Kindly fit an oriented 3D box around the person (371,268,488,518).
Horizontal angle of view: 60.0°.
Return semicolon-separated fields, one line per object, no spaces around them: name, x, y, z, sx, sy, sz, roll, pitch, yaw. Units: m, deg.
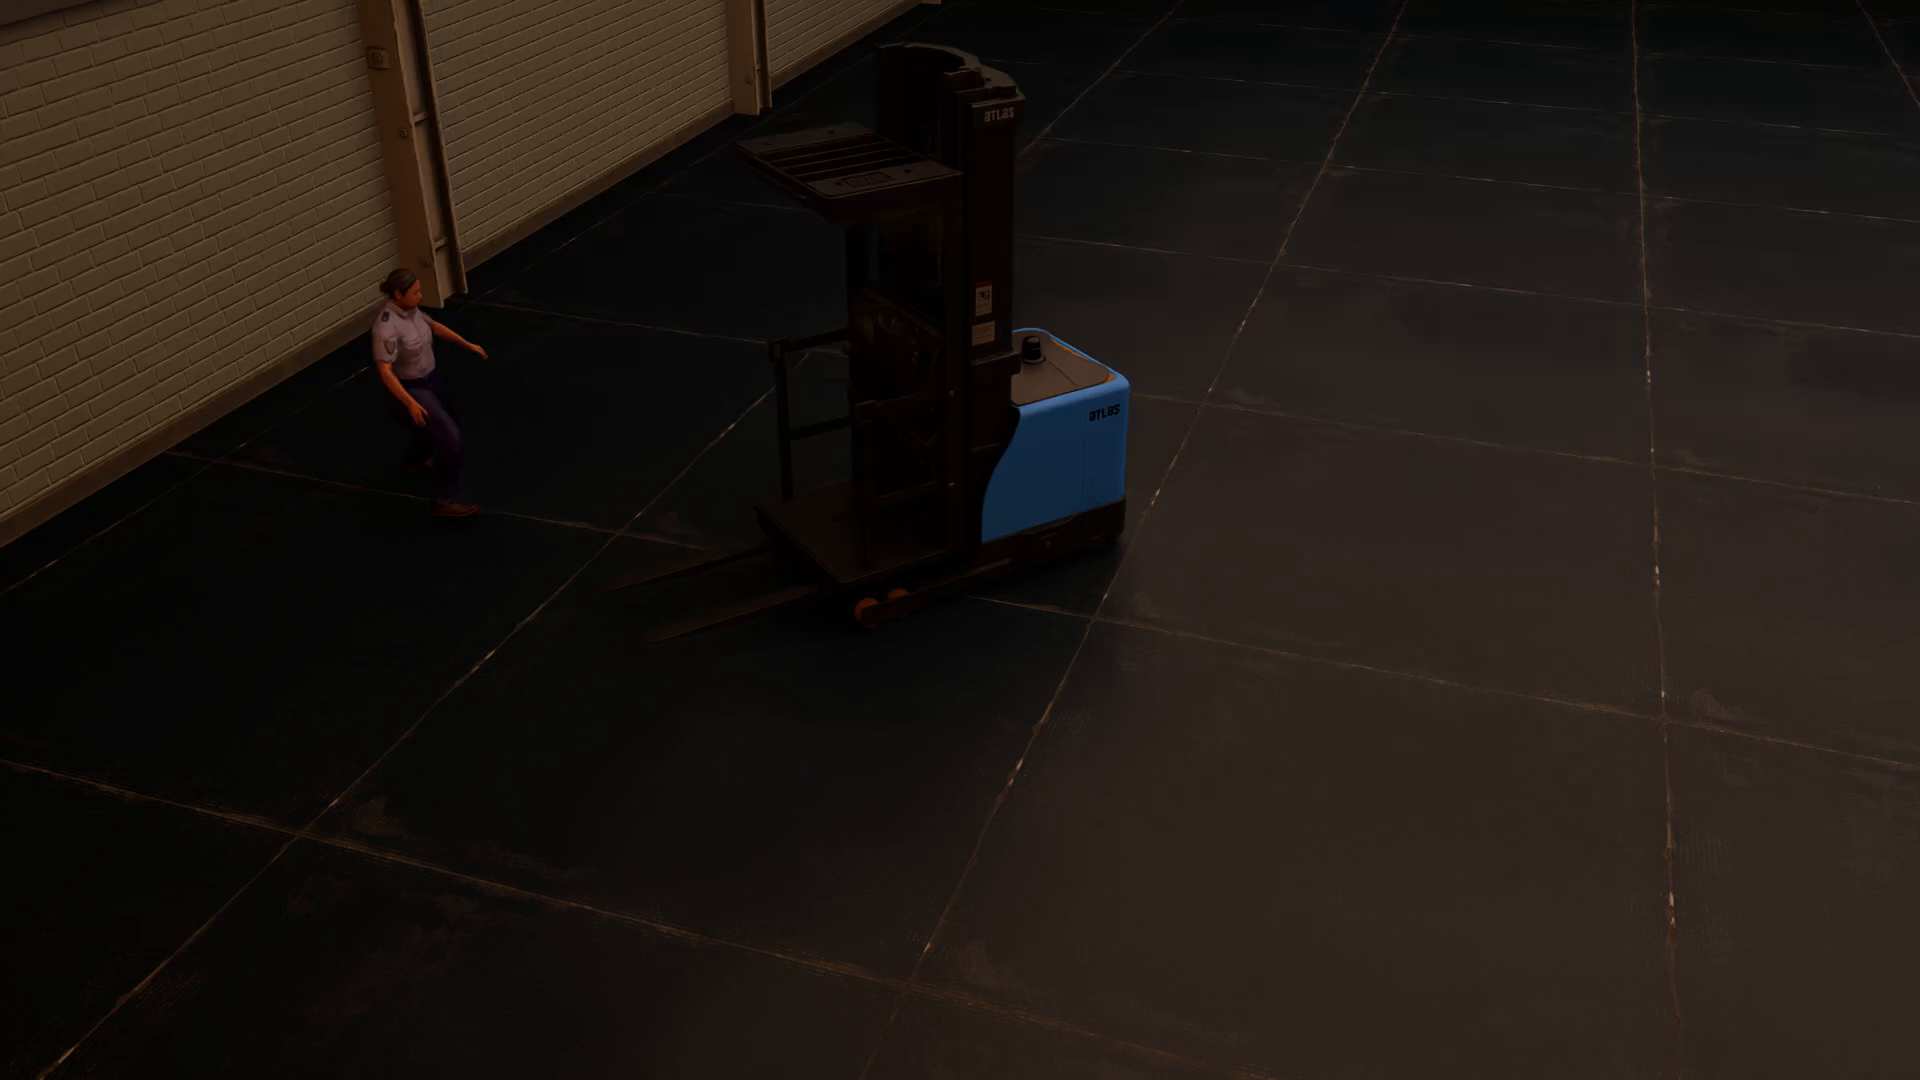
person;-3.310;-0.954;10.295;0.741;1.529;0.914;3;30;5

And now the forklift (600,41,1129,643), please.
forklift;-0.531;-1.081;9.033;3.031;2.935;1.130;-17;34;-28
